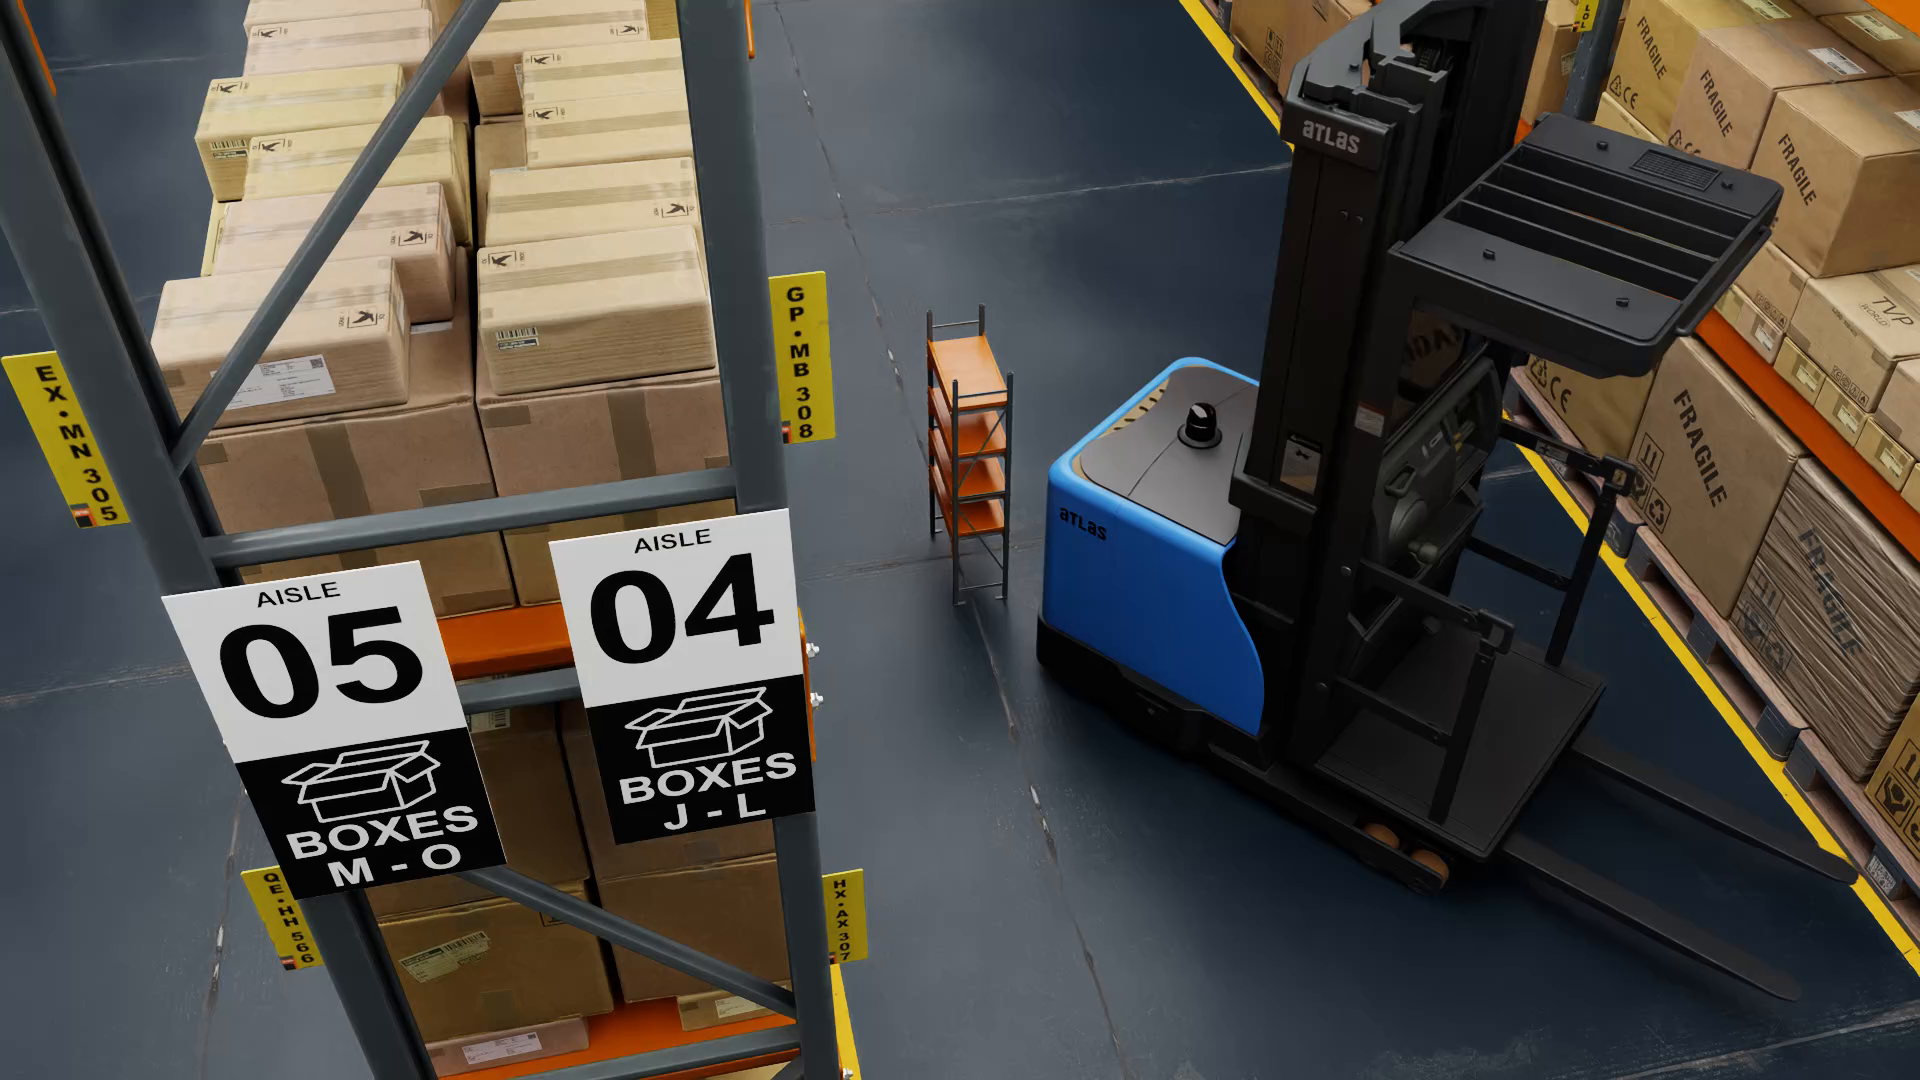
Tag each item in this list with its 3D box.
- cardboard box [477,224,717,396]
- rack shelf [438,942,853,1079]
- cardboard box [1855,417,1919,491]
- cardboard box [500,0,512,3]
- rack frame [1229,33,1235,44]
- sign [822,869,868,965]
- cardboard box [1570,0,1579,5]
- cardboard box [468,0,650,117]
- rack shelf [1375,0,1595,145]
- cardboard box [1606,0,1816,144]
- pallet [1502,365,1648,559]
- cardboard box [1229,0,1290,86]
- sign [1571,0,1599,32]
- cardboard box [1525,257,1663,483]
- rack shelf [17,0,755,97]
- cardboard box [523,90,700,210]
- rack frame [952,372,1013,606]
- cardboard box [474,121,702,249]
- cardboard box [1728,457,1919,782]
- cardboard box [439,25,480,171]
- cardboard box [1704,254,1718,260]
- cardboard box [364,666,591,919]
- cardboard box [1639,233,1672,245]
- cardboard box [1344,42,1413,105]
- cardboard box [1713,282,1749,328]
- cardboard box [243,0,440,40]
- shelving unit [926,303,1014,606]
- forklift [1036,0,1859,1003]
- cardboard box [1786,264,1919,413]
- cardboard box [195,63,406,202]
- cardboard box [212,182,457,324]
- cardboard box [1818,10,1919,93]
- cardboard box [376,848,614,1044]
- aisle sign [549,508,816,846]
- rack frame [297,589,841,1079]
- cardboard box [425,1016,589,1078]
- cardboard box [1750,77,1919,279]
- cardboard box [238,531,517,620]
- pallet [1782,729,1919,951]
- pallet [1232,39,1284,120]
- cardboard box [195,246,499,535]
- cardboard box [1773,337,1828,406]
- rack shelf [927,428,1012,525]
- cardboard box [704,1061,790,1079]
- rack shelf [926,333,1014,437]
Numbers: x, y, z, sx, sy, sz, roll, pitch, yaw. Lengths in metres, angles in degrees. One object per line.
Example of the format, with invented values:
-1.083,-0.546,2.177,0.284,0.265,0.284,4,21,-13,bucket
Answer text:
-0.635,-0.406,2.906,0.380,0.149,0.250,-9,42,-10,cardboard box
-1.220,0.211,5.576,1.077,0.370,4.000,-8,42,-9,rack shelf
3.400,-0.326,5.829,0.380,0.149,0.250,-8,42,-9,cardboard box
-0.942,-1.417,4.045,0.380,0.149,0.250,-7,42,-8,cardboard box
2.350,-4.592,10.445,1.000,3.000,0.127,-8,42,-9,rack frame
-0.258,0.837,3.677,0.100,0.325,0.005,-8,42,-9,sign
3.068,-2.825,7.623,0.797,0.503,0.637,-9,42,-10,cardboard box
-0.871,-1.069,3.653,0.380,0.149,0.250,-7,42,-8,cardboard box
2.782,-3.027,9.224,1.077,0.370,4.000,-8,42,-9,rack shelf
3.067,-1.988,6.835,0.500,0.500,0.500,-8,42,-9,cardboard box
3.301,-0.452,7.882,1.003,0.211,1.213,-8,42,-9,pallet
2.479,-3.504,10.504,1.225,0.875,0.875,-10,43,-11,cardboard box
2.686,-2.319,7.072,0.100,0.325,0.005,-8,42,-9,sign
3.278,-0.922,7.595,0.875,0.875,0.875,-8,42,-9,cardboard box
-1.220,-2.031,3.585,1.077,0.370,4.000,-8,42,-9,rack shelf
-0.660,-0.760,3.305,0.380,0.149,0.250,-8,42,-9,cardboard box
0.088,-0.183,6.834,0.240,1.200,0.015,-8,42,-9,rack frame
-0.742,-0.674,3.508,0.500,0.250,0.500,-9,42,-10,cardboard box
3.664,0.238,6.288,0.875,0.875,0.875,-8,42,-9,cardboard box
-1.355,-0.940,3.808,0.500,0.250,0.500,-8,42,-9,cardboard box
3.162,-1.389,6.726,0.500,0.250,0.500,-9,42,-9,cardboard box
-1.130,0.455,3.707,0.500,0.500,0.500,-9,42,-10,cardboard box
3.067,-1.325,6.954,0.380,0.149,0.250,-7,42,-8,cardboard box
2.862,-2.353,9.207,1.225,0.875,0.875,-10,43,-11,cardboard box
3.181,-0.989,6.575,0.380,0.149,0.250,-9,42,-10,cardboard box
-1.392,-1.171,3.768,0.380,0.149,0.250,-7,42,-8,cardboard box
0.036,-0.341,7.013,0.258,1.200,0.503,-8,42,-9,shelving unit
1.784,-0.204,5.554,3.031,2.935,1.130,28,49,28,forklift
3.378,-0.733,5.987,0.500,0.250,0.500,-8,42,-9,cardboard box
-1.323,-0.832,3.386,0.380,0.149,0.250,-8,42,-9,cardboard box
-1.125,-0.507,3.020,0.380,0.149,0.250,-8,42,-9,cardboard box
3.678,-1.750,6.567,0.500,0.500,0.500,-8,42,-9,cardboard box
-1.136,0.836,4.031,0.500,0.500,0.500,-8,42,-8,cardboard box
-0.479,0.271,3.009,0.394,0.787,0.004,-8,42,-9,aisle sign
-0.788,1.239,3.877,1.000,3.000,0.127,-8,42,-9,rack frame
-1.134,1.162,4.152,0.380,0.149,0.250,-8,42,-9,cardboard box
3.283,-1.331,6.095,0.500,0.500,0.500,-10,42,-11,cardboard box
-1.144,-0.084,3.220,0.500,0.250,0.500,-9,42,-10,cardboard box
3.828,1.129,6.100,1.003,0.211,1.213,-8,42,-9,pallet
2.447,-3.027,10.783,1.003,0.211,1.213,-8,42,-9,pallet
-1.136,-0.276,3.060,0.500,0.250,0.500,-10,42,-11,cardboard box
3.291,-0.656,6.200,0.380,0.149,0.250,-9,42,-11,cardboard box
0.036,-0.291,7.057,0.258,0.148,0.480,-8,42,-9,rack shelf
-0.569,1.537,4.924,0.380,0.149,0.250,-10,43,-11,cardboard box
0.036,-0.635,6.752,0.258,0.148,0.480,-8,42,-9,rack shelf
